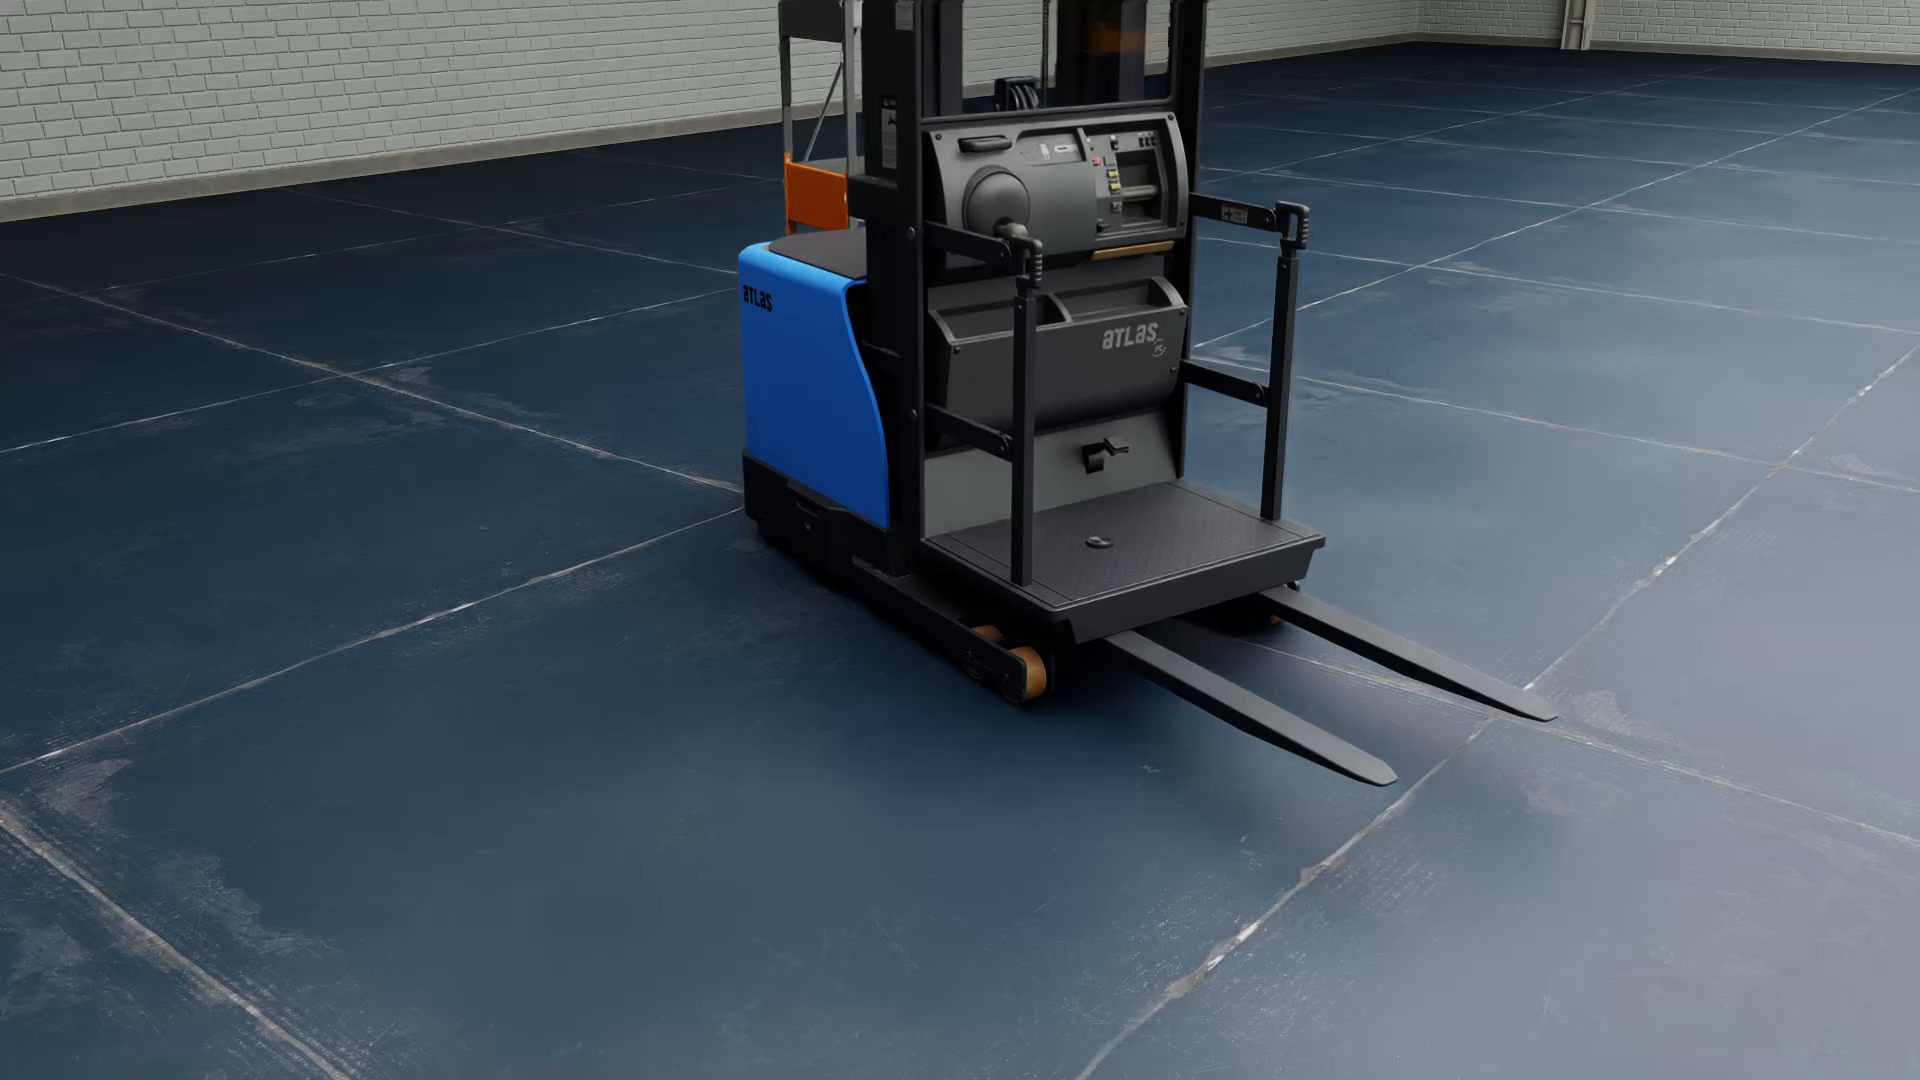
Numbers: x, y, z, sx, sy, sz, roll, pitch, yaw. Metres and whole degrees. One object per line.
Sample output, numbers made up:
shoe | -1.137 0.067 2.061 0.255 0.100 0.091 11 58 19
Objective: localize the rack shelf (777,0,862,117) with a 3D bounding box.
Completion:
rack shelf | -0.387 -1.899 6.282 0.431 0.518 0.480 -13 25 -32

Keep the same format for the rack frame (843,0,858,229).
rack frame | -0.250 -1.185 6.335 0.400 2.100 0.015 -13 25 -32

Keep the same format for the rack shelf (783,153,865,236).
rack shelf | -0.387 -1.244 6.529 0.431 0.518 0.480 -13 25 -32

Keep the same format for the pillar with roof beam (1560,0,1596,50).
pillar with roof beam | 7.781 -11.417 23.691 0.400 9.000 9.100 16 26 36

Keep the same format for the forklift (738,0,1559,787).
forklift | 0.436 -1.083 4.887 1.130 2.935 3.031 -13 25 -32

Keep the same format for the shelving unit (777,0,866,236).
shelving unit | -0.387 -1.256 6.524 0.431 2.100 0.503 -13 25 -32

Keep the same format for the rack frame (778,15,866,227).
rack frame | -0.524 -1.328 6.713 0.400 2.100 0.015 -13 25 -32
